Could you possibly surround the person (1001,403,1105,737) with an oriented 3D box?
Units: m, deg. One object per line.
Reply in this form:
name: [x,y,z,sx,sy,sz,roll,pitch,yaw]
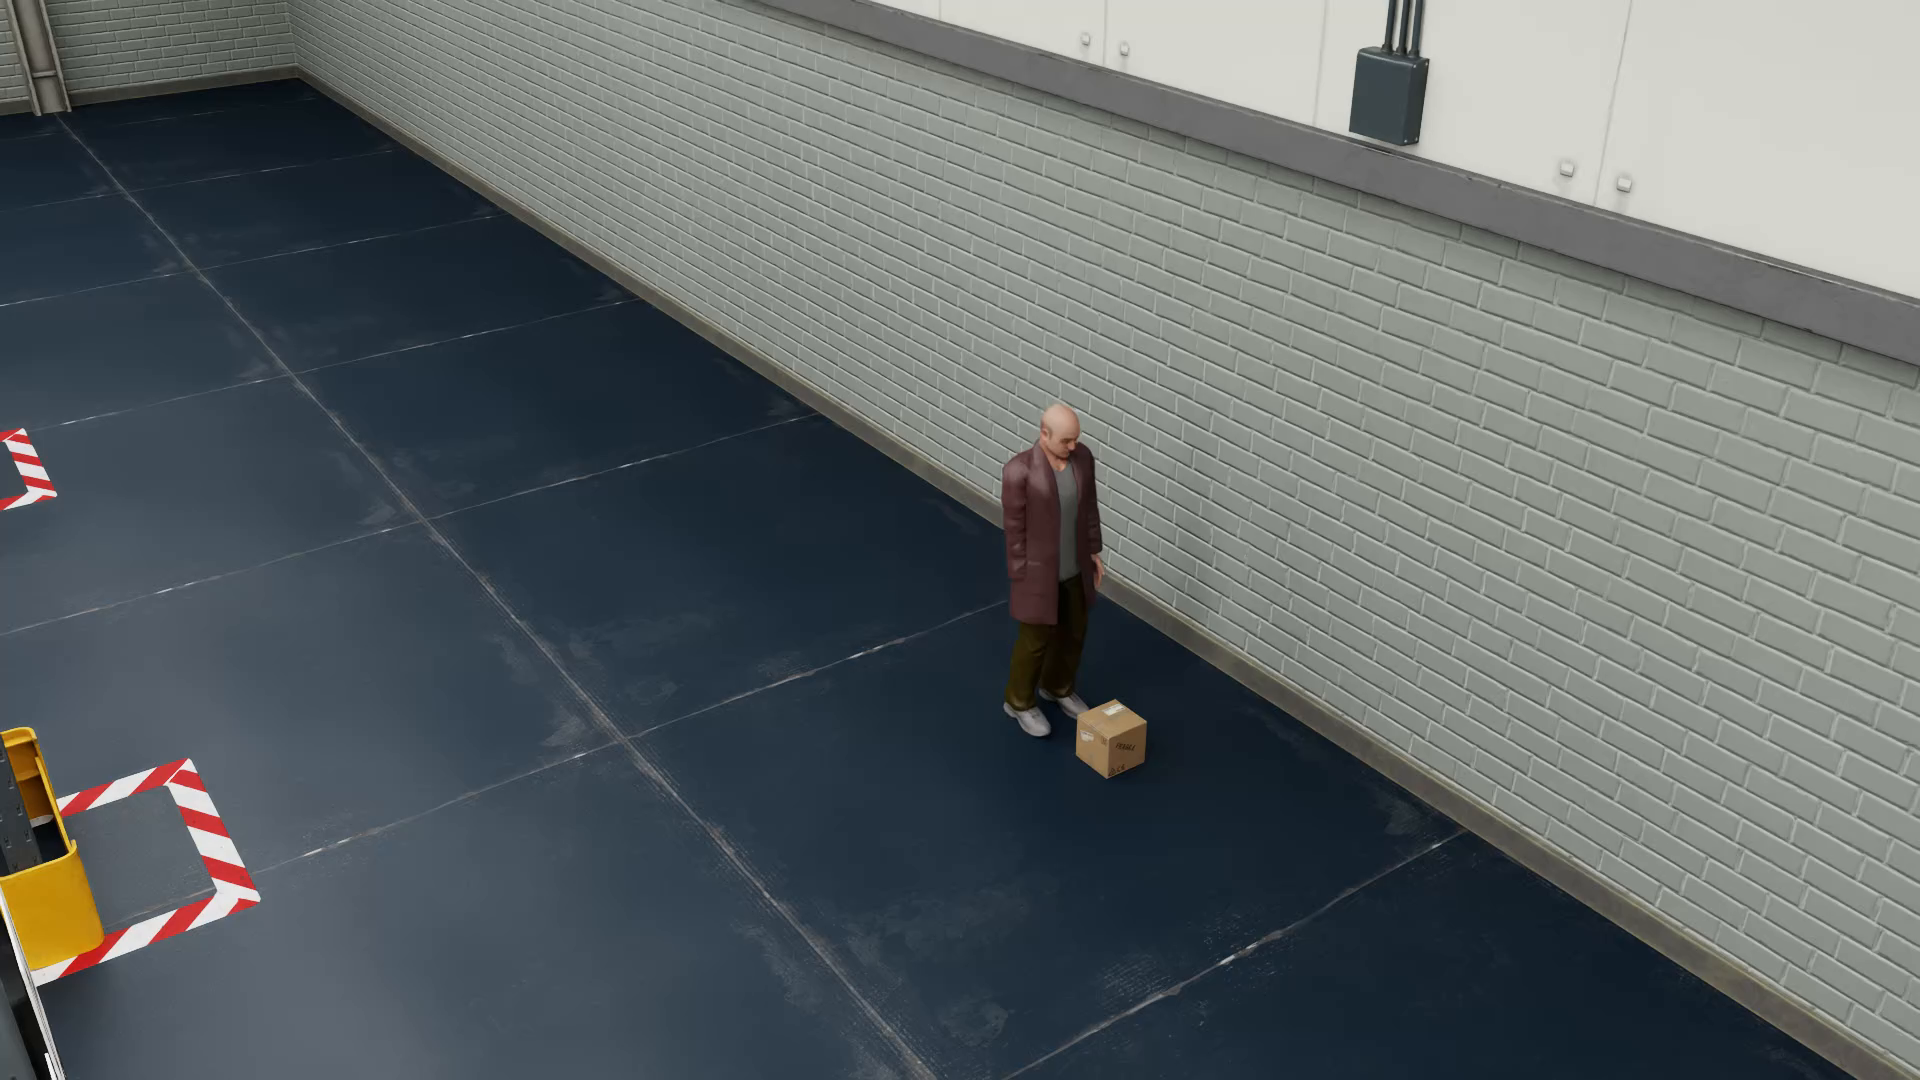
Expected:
person: [0.483,0.136,8.397,0.563,1.772,0.384,-18,33,-30]
